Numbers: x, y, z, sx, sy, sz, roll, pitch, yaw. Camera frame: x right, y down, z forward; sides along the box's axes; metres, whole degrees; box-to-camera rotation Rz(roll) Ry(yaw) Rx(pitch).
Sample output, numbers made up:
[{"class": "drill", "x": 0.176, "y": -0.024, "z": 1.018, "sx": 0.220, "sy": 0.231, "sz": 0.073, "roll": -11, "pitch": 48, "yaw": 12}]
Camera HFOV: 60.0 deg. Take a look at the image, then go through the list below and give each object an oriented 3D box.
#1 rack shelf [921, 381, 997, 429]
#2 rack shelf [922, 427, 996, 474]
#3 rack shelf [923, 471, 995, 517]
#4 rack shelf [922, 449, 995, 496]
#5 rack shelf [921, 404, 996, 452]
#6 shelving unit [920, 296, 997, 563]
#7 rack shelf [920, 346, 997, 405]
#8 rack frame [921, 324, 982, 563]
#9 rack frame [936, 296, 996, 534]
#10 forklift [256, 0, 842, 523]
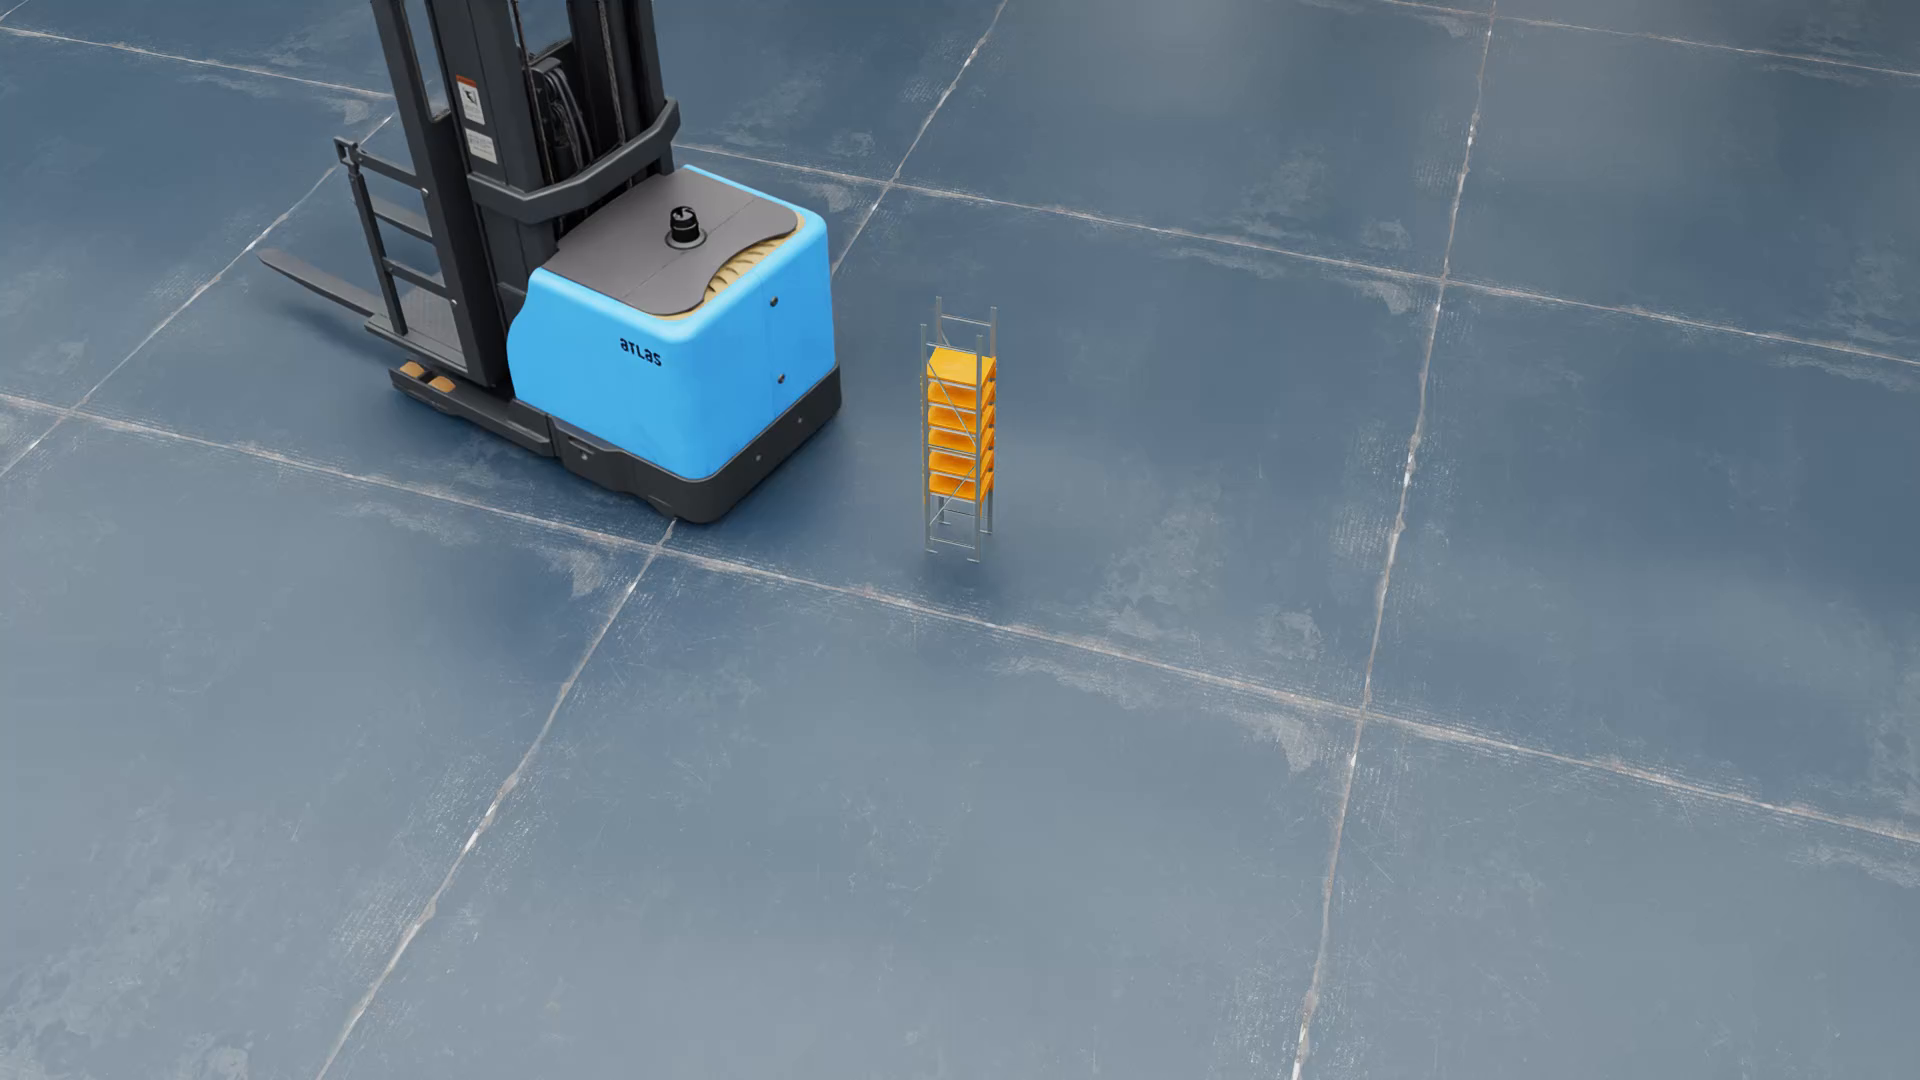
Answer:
[{"class": "rack shelf", "x": -0.004, "y": -0.559, "z": 6.583, "sx": 0.258, "sy": 0.103, "sz": 0.180, "roll": 13, "pitch": 46, "yaw": 12}, {"class": "rack shelf", "x": -0.004, "y": -0.387, "z": 6.751, "sx": 0.258, "sy": 0.103, "sz": 0.180, "roll": 13, "pitch": 46, "yaw": 12}, {"class": "rack shelf", "x": -0.004, "y": -0.216, "z": 6.918, "sx": 0.258, "sy": 0.103, "sz": 0.180, "roll": 13, "pitch": 46, "yaw": 12}, {"class": "rack shelf", "x": -0.004, "y": -0.302, "z": 6.834, "sx": 0.258, "sy": 0.103, "sz": 0.180, "roll": 13, "pitch": 46, "yaw": 12}, {"class": "rack shelf", "x": -0.004, "y": -0.473, "z": 6.667, "sx": 0.258, "sy": 0.103, "sz": 0.180, "roll": 13, "pitch": 46, "yaw": 12}, {"class": "shelving unit", "x": -0.004, "y": -0.419, "z": 6.719, "sx": 0.258, "sy": 1.200, "sz": 0.189, "roll": 13, "pitch": 46, "yaw": 12}, {"class": "rack shelf", "x": -0.004, "y": -0.645, "z": 6.499, "sx": 0.258, "sy": 0.103, "sz": 0.180, "roll": 13, "pitch": 46, "yaw": 12}, {"class": "rack frame", "x": -0.032, "y": -0.358, "z": 6.657, "sx": 0.240, "sy": 1.200, "sz": 0.006, "roll": 13, "pitch": 46, "yaw": 12}, {"class": "rack frame", "x": 0.023, "y": -0.480, "z": 6.782, "sx": 0.240, "sy": 1.200, "sz": 0.006, "roll": 13, "pitch": 46, "yaw": 12}, {"class": "forklift", "x": -2.061, "y": -1.927, "z": 7.022, "sx": 3.031, "sy": 2.935, "sz": 1.130, "roll": 25, "pitch": 49, "yaw": 23}]
